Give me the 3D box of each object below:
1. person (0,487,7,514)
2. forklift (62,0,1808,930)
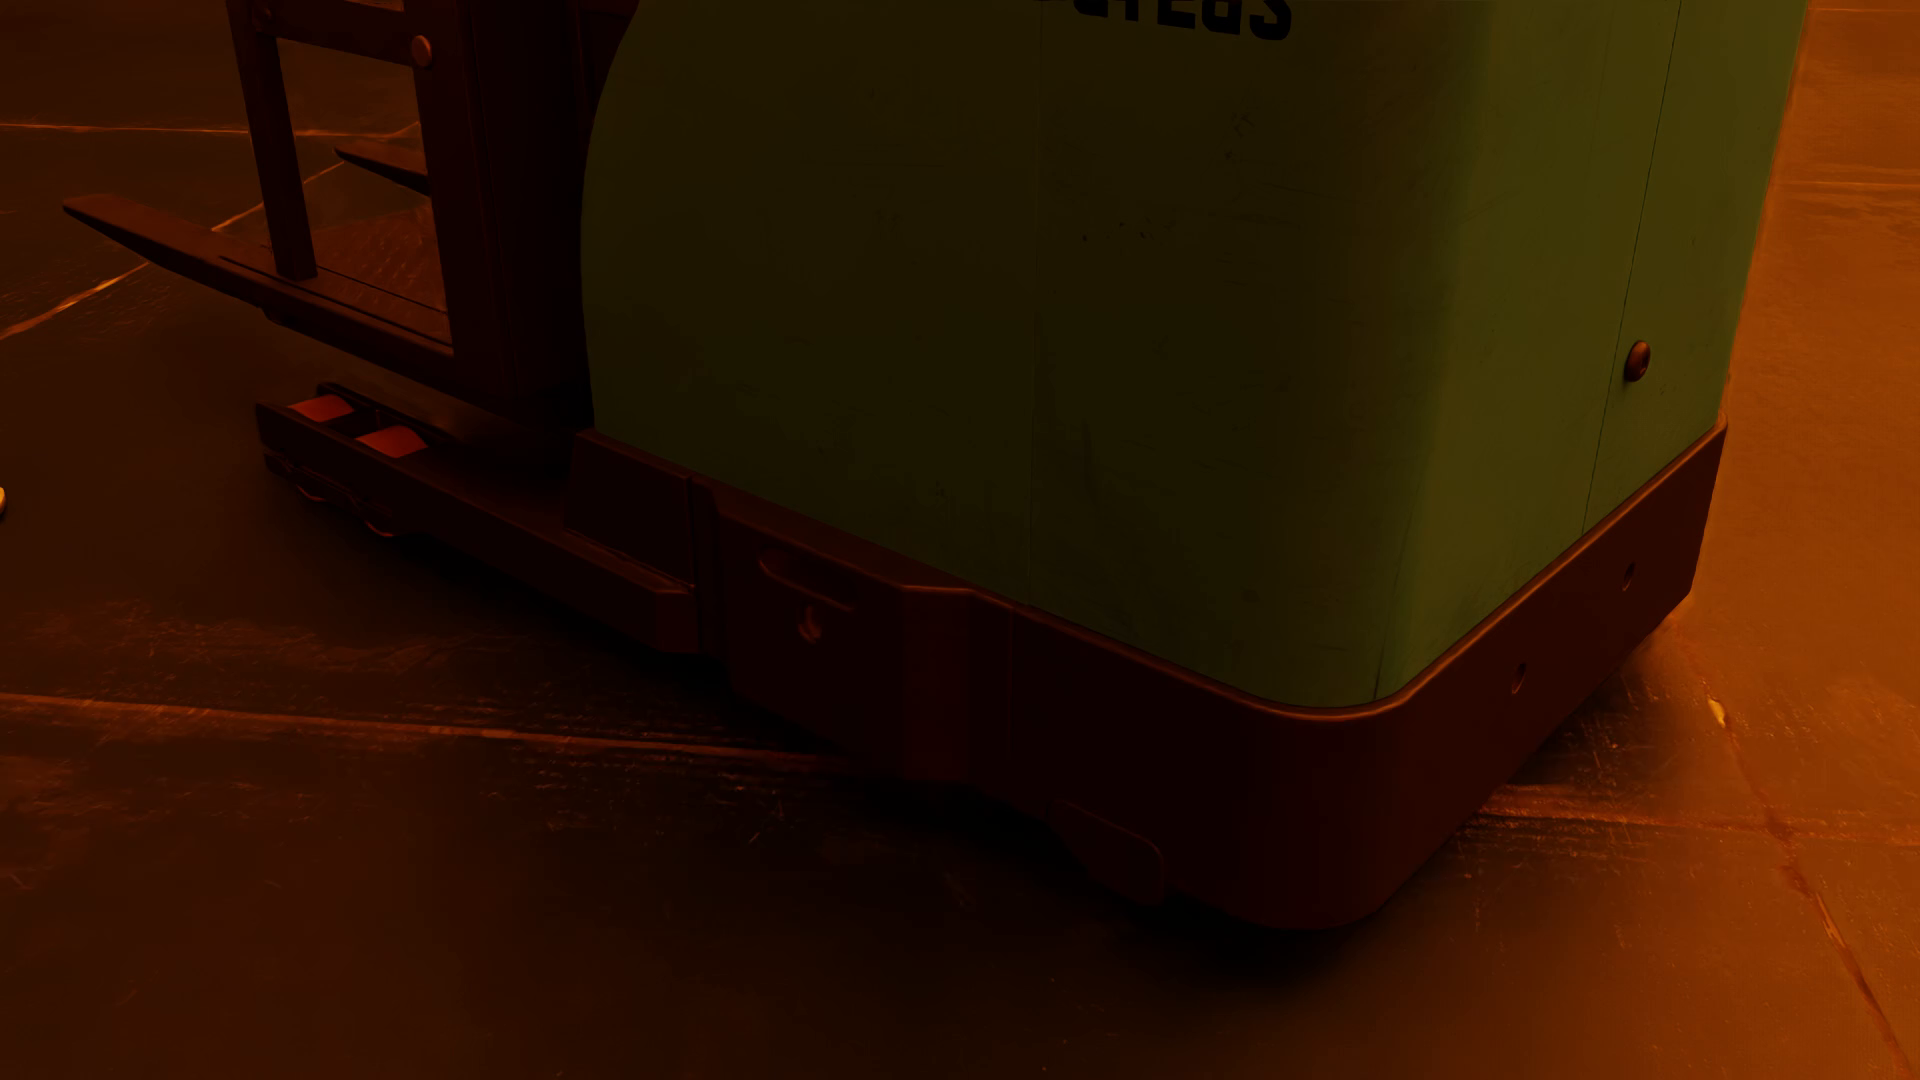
[{"bbox_3d":[-1.803,-0.713,2.057,0.598,1.661,0.529,5,27,11],"label":"person"},{"bbox_3d":[-0.464,-1.473,2.168,3.031,2.935,1.130,21,33,36],"label":"forklift"}]
